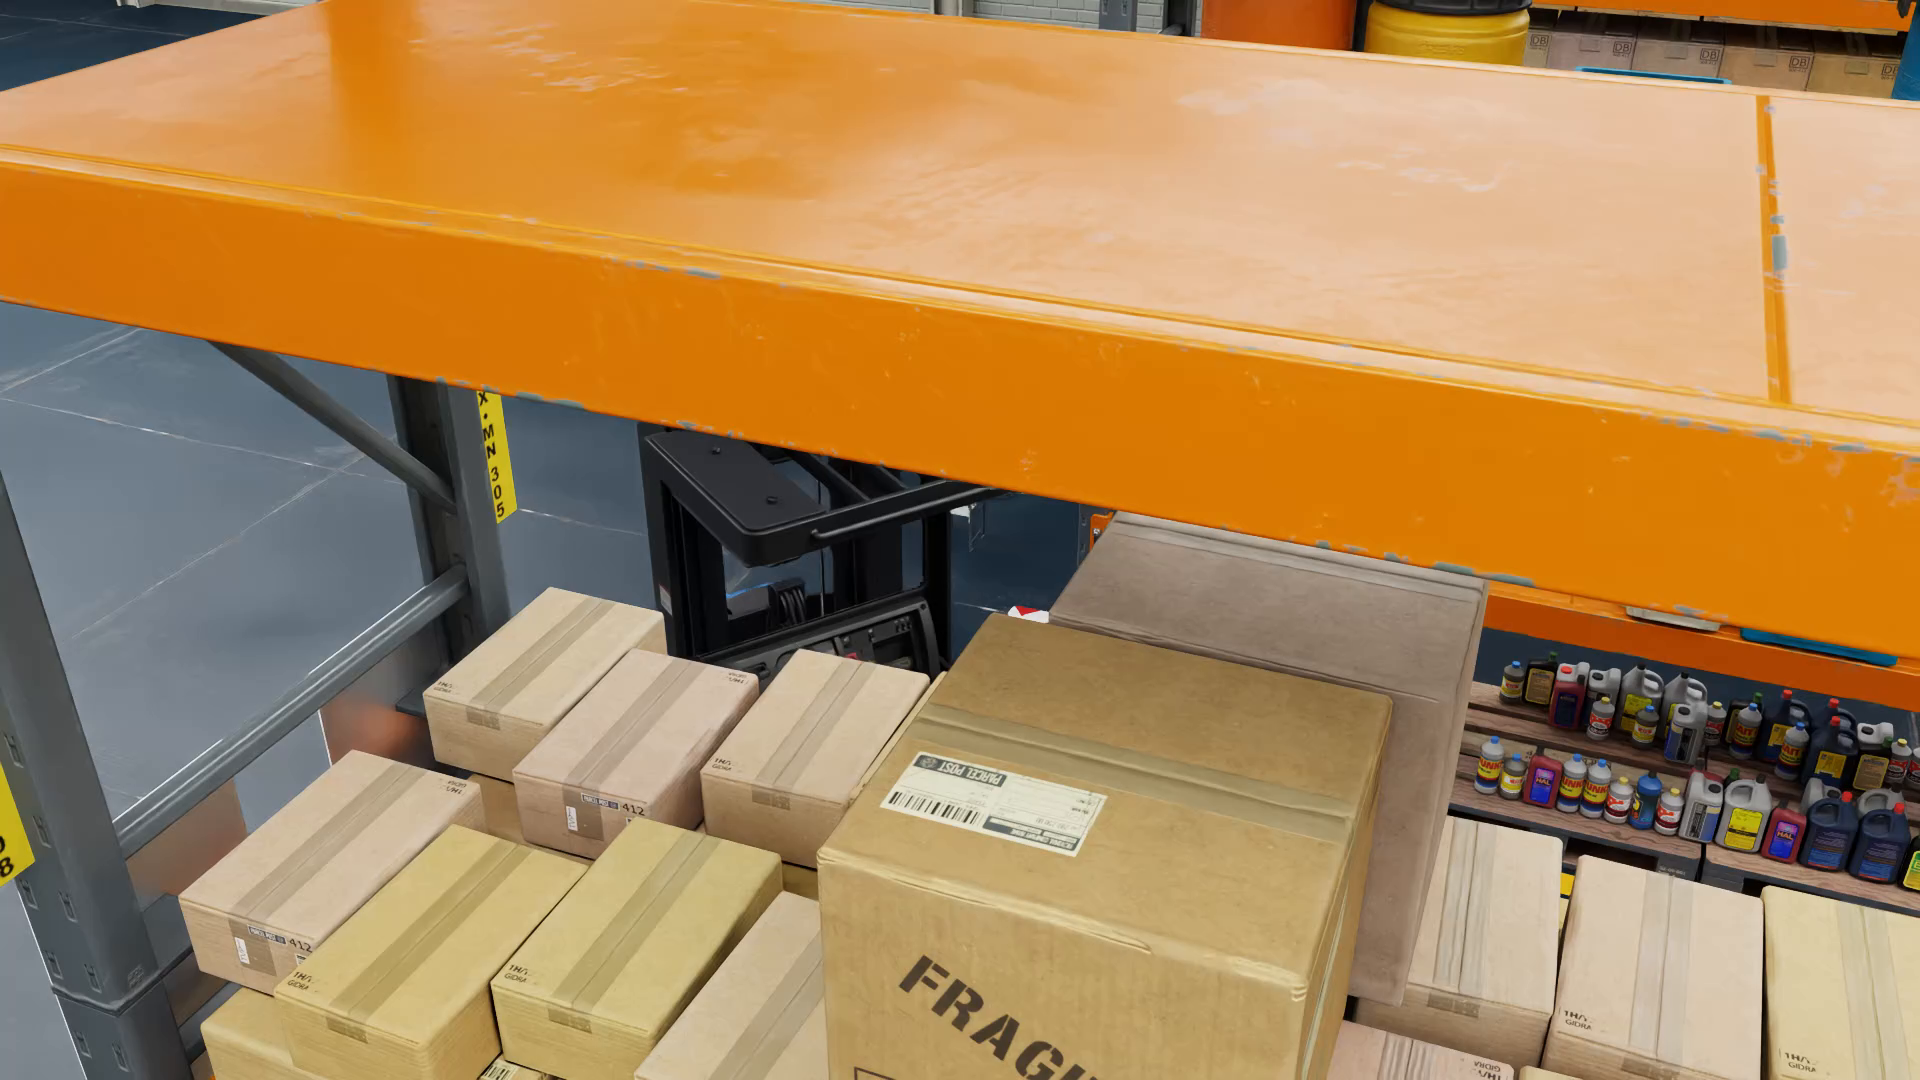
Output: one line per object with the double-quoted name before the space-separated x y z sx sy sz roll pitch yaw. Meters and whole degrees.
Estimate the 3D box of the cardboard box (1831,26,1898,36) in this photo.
"cardboard box" 7.642 -4.490 14.015 0.500 0.500 0.500 11 31 19

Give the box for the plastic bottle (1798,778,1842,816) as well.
"plastic bottle" 3.621 1.142 7.001 0.135 0.276 0.152 11 31 19

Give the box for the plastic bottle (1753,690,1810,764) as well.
"plastic bottle" 3.705 0.832 7.475 0.185 0.351 0.144 10 31 17

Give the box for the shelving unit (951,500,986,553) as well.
"shelving unit" 0.008 -0.390 9.526 0.210 0.900 0.258 11 31 19

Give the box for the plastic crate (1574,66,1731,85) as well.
"plastic crate" 2.645 -1.580 6.464 0.575 0.384 0.392 11 31 19

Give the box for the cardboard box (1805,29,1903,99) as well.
"cardboard box" 5.455 -2.795 10.226 0.500 0.500 0.700 11 31 19

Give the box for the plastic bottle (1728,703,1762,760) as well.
"plastic bottle" 3.554 0.856 7.512 0.097 0.271 0.097 0 29 0

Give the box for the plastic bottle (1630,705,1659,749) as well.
"plastic bottle" 3.134 0.847 7.600 0.097 0.201 0.097 0 29 0

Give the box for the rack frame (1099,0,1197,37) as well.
"rack frame" 0.765 -3.108 6.104 0.127 3.000 1.000 11 31 19

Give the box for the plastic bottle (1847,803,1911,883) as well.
"plastic bottle" 3.766 1.218 6.792 0.185 0.351 0.144 10 31 18

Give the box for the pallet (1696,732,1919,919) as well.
"pallet" 3.865 1.314 7.210 1.213 0.211 1.003 11 31 19

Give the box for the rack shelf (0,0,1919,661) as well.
"rack shelf" 0.756 -0.165 1.631 4.000 0.370 1.077 11 31 19

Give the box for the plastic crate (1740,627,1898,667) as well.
"plastic crate" 3.344 0.227 6.450 0.616 0.251 0.499 11 31 19

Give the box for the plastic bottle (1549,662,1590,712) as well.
"plastic bottle" 2.855 0.697 7.790 0.135 0.276 0.152 12 31 19

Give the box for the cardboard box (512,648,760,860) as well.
"cardboard box" -0.525 0.359 2.766 0.250 0.149 0.380 10 31 17

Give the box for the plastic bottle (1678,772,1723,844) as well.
"plastic bottle" 3.140 1.123 7.036 0.135 0.276 0.152 12 32 20

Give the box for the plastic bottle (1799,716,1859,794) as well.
"plastic bottle" 3.825 0.933 7.297 0.185 0.351 0.144 11 31 19

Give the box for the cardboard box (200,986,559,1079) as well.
"cardboard box" -0.748 0.728 2.517 0.500 0.250 0.500 12 32 21

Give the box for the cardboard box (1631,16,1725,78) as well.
"cardboard box" 4.529 -2.980 10.554 0.500 0.500 0.700 11 31 19

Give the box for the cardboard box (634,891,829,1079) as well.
"cardboard box" -0.219 0.670 2.216 0.250 0.149 0.380 13 32 21

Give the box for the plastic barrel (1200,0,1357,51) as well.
"plastic barrel" 1.263 -2.140 6.576 0.708 0.830 0.600 11 31 19

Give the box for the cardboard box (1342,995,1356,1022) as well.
"cardboard box" 0.380 0.684 2.595 0.500 0.250 0.500 12 32 20

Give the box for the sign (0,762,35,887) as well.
"sign" -1.301 0.323 2.193 0.005 0.325 0.100 11 31 19

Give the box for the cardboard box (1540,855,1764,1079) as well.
"cardboard box" 0.950 0.631 2.284 0.250 0.149 0.380 12 32 20

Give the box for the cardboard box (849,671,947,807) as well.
"cardboard box" 0.011 0.395 2.702 0.250 0.149 0.380 11 31 19

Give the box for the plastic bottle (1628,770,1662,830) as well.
"plastic bottle" 2.926 1.097 7.087 0.097 0.271 0.097 0 29 0

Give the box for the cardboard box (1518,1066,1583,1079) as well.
"cardboard box" 0.760 0.828 1.936 0.250 0.149 0.380 10 31 17

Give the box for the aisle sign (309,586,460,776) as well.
"aisle sign" -1.042 0.482 3.207 0.004 0.787 0.394 11 31 19

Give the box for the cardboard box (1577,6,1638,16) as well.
"cardboard box" 5.750 -4.864 14.676 0.500 0.500 0.500 10 31 17

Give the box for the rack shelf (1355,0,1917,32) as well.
"rack shelf" 4.484 -3.377 10.359 4.000 0.370 1.077 11 31 19

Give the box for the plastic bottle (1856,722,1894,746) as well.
"plastic bottle" 4.031 0.932 7.374 0.135 0.276 0.152 12 32 21

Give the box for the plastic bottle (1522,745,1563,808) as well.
"plastic bottle" 2.531 1.022 7.206 0.133 0.283 0.061 12 32 20

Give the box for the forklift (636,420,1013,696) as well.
"forklift" -0.381 0.551 5.797 1.130 2.935 3.031 -17 34 -28

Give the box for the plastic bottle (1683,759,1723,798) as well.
"plastic bottle" 3.180 1.071 7.120 0.133 0.283 0.061 11 31 19

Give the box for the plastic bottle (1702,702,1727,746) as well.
"plastic bottle" 3.451 0.834 7.623 0.097 0.201 0.097 0 29 0

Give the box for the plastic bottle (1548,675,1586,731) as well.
"plastic bottle" 2.815 0.742 7.702 0.133 0.283 0.061 11 31 19

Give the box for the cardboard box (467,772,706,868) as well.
"cardboard box" -0.555 0.495 2.930 0.500 0.250 0.500 12 32 20

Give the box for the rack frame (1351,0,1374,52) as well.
"rack frame" 2.631 -2.754 11.574 0.127 3.000 1.000 11 31 19

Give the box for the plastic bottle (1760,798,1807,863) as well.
"plastic bottle" 3.422 1.200 6.891 0.133 0.283 0.061 13 32 22

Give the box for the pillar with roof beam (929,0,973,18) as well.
"pillar with roof beam" -1.715 -7.037 13.055 0.400 9.000 9.100 11 31 19

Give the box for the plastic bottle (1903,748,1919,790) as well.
"plastic bottle" 4.247 0.993 7.342 0.097 0.201 0.097 0 29 0

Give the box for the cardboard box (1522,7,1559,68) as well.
"cardboard box" 3.597 -3.166 10.882 0.500 0.500 0.700 10 31 18

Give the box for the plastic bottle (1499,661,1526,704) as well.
"plastic bottle" 2.632 0.670 7.913 0.097 0.201 0.097 0 29 0

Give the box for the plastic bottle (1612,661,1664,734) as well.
"plastic bottle" 3.138 0.719 7.675 0.185 0.351 0.144 13 32 21

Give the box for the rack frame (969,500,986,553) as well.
"rack frame" 0.102 -0.371 9.493 0.006 0.900 0.240 11 31 19

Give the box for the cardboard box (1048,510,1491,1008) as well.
"cardboard box" 0.434 0.237 2.322 0.500 0.500 0.500 11 31 19

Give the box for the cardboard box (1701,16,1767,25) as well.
"cardboard box" 6.715 -4.678 14.347 0.500 0.500 0.500 10 31 18

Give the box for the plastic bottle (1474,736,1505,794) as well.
"plastic bottle" 2.328 0.977 7.298 0.097 0.271 0.097 0 29 0

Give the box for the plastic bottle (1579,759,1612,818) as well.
"plastic bottle" 2.738 1.059 7.153 0.097 0.271 0.097 0 29 0

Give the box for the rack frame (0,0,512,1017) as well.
"rack frame" -1.097 -0.850 2.108 0.127 3.000 1.000 11 31 19

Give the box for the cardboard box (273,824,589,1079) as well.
"cardboard box" -0.725 0.596 2.345 0.250 0.149 0.380 12 32 20
